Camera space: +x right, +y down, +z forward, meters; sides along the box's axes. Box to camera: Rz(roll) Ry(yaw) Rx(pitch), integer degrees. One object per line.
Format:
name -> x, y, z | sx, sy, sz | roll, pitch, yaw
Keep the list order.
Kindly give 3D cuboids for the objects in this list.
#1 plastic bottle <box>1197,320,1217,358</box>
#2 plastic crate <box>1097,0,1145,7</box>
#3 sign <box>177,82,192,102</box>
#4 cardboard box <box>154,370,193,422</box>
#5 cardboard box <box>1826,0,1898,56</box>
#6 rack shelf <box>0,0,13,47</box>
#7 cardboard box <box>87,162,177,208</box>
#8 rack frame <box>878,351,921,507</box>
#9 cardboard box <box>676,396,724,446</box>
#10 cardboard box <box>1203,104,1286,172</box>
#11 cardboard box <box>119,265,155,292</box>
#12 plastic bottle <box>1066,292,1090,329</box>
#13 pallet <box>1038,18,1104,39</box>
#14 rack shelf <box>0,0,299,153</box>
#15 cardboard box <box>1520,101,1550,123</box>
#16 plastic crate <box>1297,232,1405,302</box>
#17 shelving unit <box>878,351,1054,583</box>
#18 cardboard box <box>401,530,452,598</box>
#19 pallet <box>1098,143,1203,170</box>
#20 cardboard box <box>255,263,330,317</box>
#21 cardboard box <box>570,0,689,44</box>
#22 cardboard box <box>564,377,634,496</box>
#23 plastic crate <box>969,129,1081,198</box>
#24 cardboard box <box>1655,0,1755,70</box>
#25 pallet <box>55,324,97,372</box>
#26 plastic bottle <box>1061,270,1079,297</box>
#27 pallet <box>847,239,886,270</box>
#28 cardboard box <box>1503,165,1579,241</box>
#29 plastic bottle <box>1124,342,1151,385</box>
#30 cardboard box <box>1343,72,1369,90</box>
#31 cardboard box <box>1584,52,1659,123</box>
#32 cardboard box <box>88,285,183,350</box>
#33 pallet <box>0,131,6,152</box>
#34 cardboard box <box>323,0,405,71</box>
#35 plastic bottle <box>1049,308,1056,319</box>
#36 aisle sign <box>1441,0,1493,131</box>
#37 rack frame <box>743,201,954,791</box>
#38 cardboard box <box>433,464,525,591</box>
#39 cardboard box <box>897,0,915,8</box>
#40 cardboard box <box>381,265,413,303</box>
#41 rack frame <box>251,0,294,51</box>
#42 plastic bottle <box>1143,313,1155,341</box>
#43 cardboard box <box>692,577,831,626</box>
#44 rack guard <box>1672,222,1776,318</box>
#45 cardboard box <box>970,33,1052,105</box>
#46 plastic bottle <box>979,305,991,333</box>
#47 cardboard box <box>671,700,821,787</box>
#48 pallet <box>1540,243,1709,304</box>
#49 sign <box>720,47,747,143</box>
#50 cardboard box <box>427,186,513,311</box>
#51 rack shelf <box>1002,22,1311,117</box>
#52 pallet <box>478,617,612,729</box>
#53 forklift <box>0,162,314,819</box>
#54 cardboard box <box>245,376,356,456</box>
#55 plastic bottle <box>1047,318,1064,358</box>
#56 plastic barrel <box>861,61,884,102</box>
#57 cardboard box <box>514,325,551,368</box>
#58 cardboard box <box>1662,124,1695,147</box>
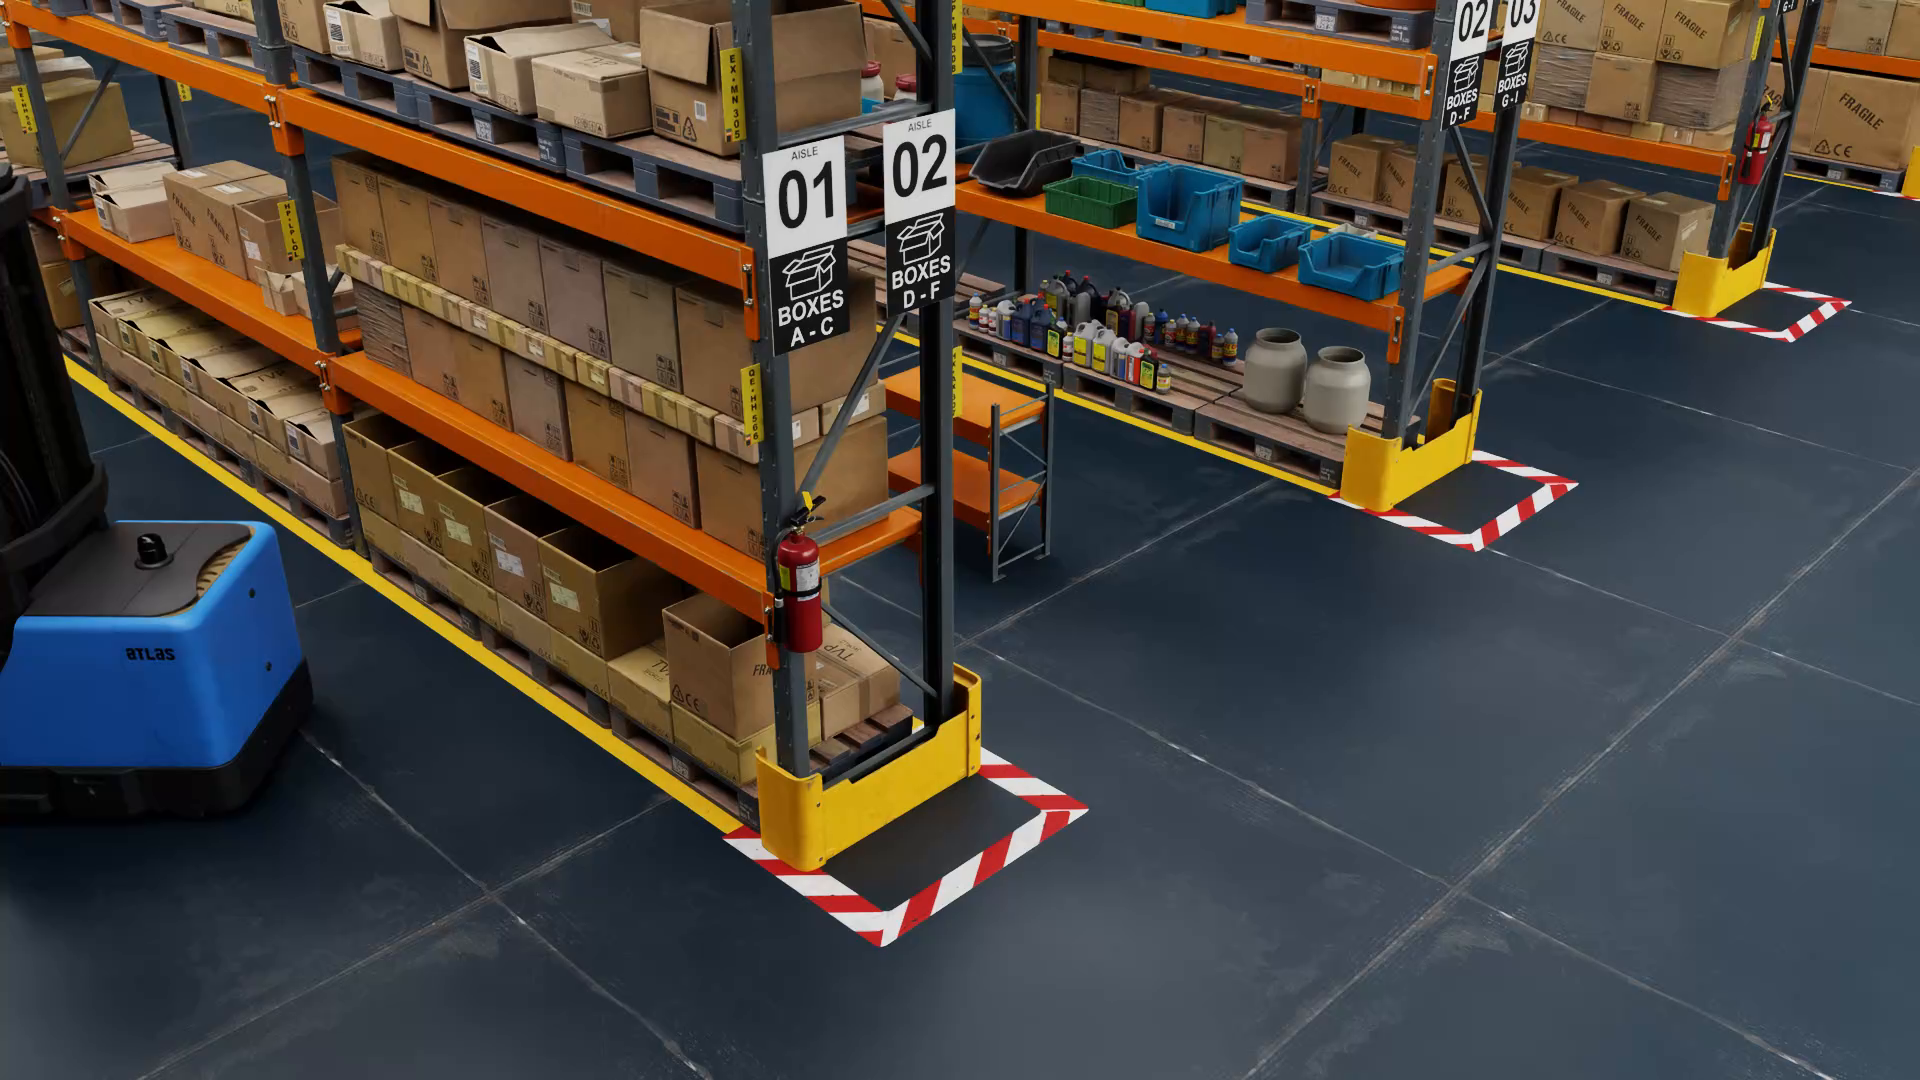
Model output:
plastic bottle -> 1.831, -1.499, 12.324 | 0.061, 0.283, 0.133 | -25, 36, -38
plastic crate -> 1.136, -3.666, 11.003 | 0.450, 0.188, 0.336 | 25, 36, 38
sign -> -5.739, -3.397, 12.244 | 0.005, 0.325, 0.100 | 25, 36, 38
cardboard box -> -5.224, -1.069, 11.563 | 0.500, 0.250, 0.500 | 23, 36, 37
cardboard box -> 9.372, -5.333, 17.009 | 0.550, 0.550, 0.875 | 25, 36, 38
rack shelf -> -7.552, -4.361, 12.871 | 4.000, 0.370, 1.077 | 25, 36, 38
cardboard box -> -5.897, -2.527, 11.929 | 0.500, 0.311, 0.500 | -23, 35, -36
rack frame -> -0.367, -0.666, 10.308 | 0.032, 1.125, 0.500 | 25, 36, 38
cardboard box -> -1.015, -0.567, 7.301 | 0.380, 0.149, 0.250 | -24, 36, -38
cardboard box -> 2.925, -4.139, 17.111 | 0.500, 0.500, 0.700 | 24, 36, 38
cardboard box -> -6.250, -2.031, 13.103 | 0.500, 0.500, 0.500 | -23, 36, -37
plastic bottle -> 0.914, -1.792, 12.888 | 0.135, 0.276, 0.152 | 25, 36, 38
pallet -> 1.405, -5.704, 18.081 | 1.003, 0.211, 1.213 | 25, 36, 38
rack shelf -> -4.700, -3.056, 10.389 | 4.000, 0.370, 1.077 | 25, 36, 38
cardboard box -> 5.035, -3.744, 14.416 | 0.250, 0.149, 0.380 | 25, 36, 38
plastic crate -> 2.487, -1.730, 10.477 | 0.616, 0.251, 0.499 | 25, 36, 38
shelving unit -> -0.005, -0.500, 9.992 | 1.048, 1.125, 0.538 | 25, 36, 38
cardboard box -> -2.803, 0.053, 9.429 | 0.500, 0.250, 0.500 | 25, 36, 38
pallet -> 2.244, -4.098, 17.817 | 1.213, 0.211, 1.003 | 25, 36, 38
cardboard box -> -4.029, -1.561, 10.140 | 0.258, 0.266, 0.396 | 24, 36, 37
cardboard box -> -1.414, -2.342, 7.548 | 0.500, 0.500, 0.500 | 25, 36, 38
cardboard box -> -1.473, -0.624, 8.106 | 0.500, 0.500, 0.700 | 25, 37, 39
plastic crate -> 0.486, -2.797, 12.412 | 0.504, 0.338, 0.767 | 25, 36, 38
cardboard box -> 5.961, -4.092, 13.307 | 0.500, 0.500, 0.500 | 25, 36, 38
pallet -> -6.632, -1.722, 13.297 | 1.213, 0.211, 1.003 | 25, 36, 38
plastic bottle -> 0.863, -1.945, 13.099 | 0.185, 0.351, 0.144 | 23, 36, 37
pallet -> -1.260, -2.444, 14.672 | 1.213, 0.211, 1.003 | 25, 36, 38
cardboard box -> 5.210, -3.059, 15.079 | 0.500, 0.500, 0.500 | -21, 34, -35
plastic bottle -> 1.277, -1.266, 11.889 | 0.135, 0.276, 0.152 | 25, 37, 39
cardboard box -> 3.786, -4.314, 15.501 | 0.250, 0.149, 0.380 | 25, 36, 38
cardboard box -> 5.713, -3.863, 13.947 | 0.500, 0.500, 0.875 | 25, 36, 38
cardboard box -> -5.958, -1.648, 12.062 | 0.500, 0.311, 0.500 | -24, 36, -38
pallet -> -7.516, -3.248, 13.410 | 1.213, 0.211, 1.003 | 25, 36, 38
cardboard box -> -2.714, -2.502, 8.057 | 0.500, 0.311, 0.500 | 22, 35, 36
plastic bottle -> 0.674, -1.616, 12.559 | 0.097, 0.271, 0.097 | 0, 28, 0
aisle sign -> 2.897, -2.760, 9.484 | 0.004, 0.787, 0.394 | 25, 36, 38
rack frame -> -0.421, -0.089, 7.197 | 0.127, 3.000, 1.000 | 25, 36, 38
cardboard box -> -2.449, -0.114, 8.941 | 0.500, 0.500, 0.500 | 25, 36, 38
cardboard box -> -0.428, -6.442, 19.171 | 0.500, 0.500, 0.500 | 23, 36, 37
cardboard box -> -2.854, -1.408, 8.901 | 0.250, 0.149, 0.380 | 23, 36, 37
rack frame -> -3.274, -4.050, 8.283 | 0.127, 3.000, 1.000 | 25, 36, 38
plastic bottle -> 1.447, -1.627, 12.655 | 0.097, 0.201, 0.097 | 0, 28, 0
cardboard box -> -1.006, 0.199, 8.347 | 0.500, 0.500, 0.500 | 25, 36, 38
rack guard -> 6.472, -2.294, 14.076 | 0.348, 0.500, 1.175 | 25, 36, 38
cardboard box -> 0.344, -5.463, 19.249 | 0.875, 0.875, 1.225 | 23, 35, 36
plastic bottle -> 0.194, -1.711, 12.814 | 0.097, 0.201, 0.097 | 0, 28, 0
cardboard box -> -1.011, 0.865, 7.885 | 0.500, 0.250, 0.500 | 25, 36, 38
pallet -> 5.918, -2.443, 14.669 | 1.213, 0.211, 1.003 | 25, 36, 38
sign -> -0.812, -1.598, 5.977 | 0.005, 0.325, 0.100 | 25, 36, 38
cardboard box -> -2.235, -1.542, 8.458 | 0.500, 0.500, 0.700 | 25, 36, 38
rack shelf -> 2.248, -5.015, 17.337 | 4.000, 0.370, 1.077 | 25, 36, 38
pallet -> -1.862, 0.511, 9.051 | 1.213, 0.211, 1.003 | 25, 36, 38
forklift -> -4.840, -0.229, 7.535 | 3.031, 2.935, 1.130 | 0, 28, 1
cardboard box -> -4.139, -0.816, 10.480 | 0.500, 0.311, 0.500 | -24, 36, -38
plastic bottle -> 0.709, -1.499, 12.324 | 0.061, 0.283, 0.133 | -23, 36, -37
plastic barrel -> -0.850, -3.722, 13.959 | 0.433, 0.535, 0.433 | 0, 28, 0
cardboard box -> -1.935, -0.987, 8.101 | 0.250, 0.149, 0.380 | 24, 36, 38
cardboard box -> 6.001, -3.371, 13.707 | 0.250, 0.149, 0.380 | 25, 36, 38
